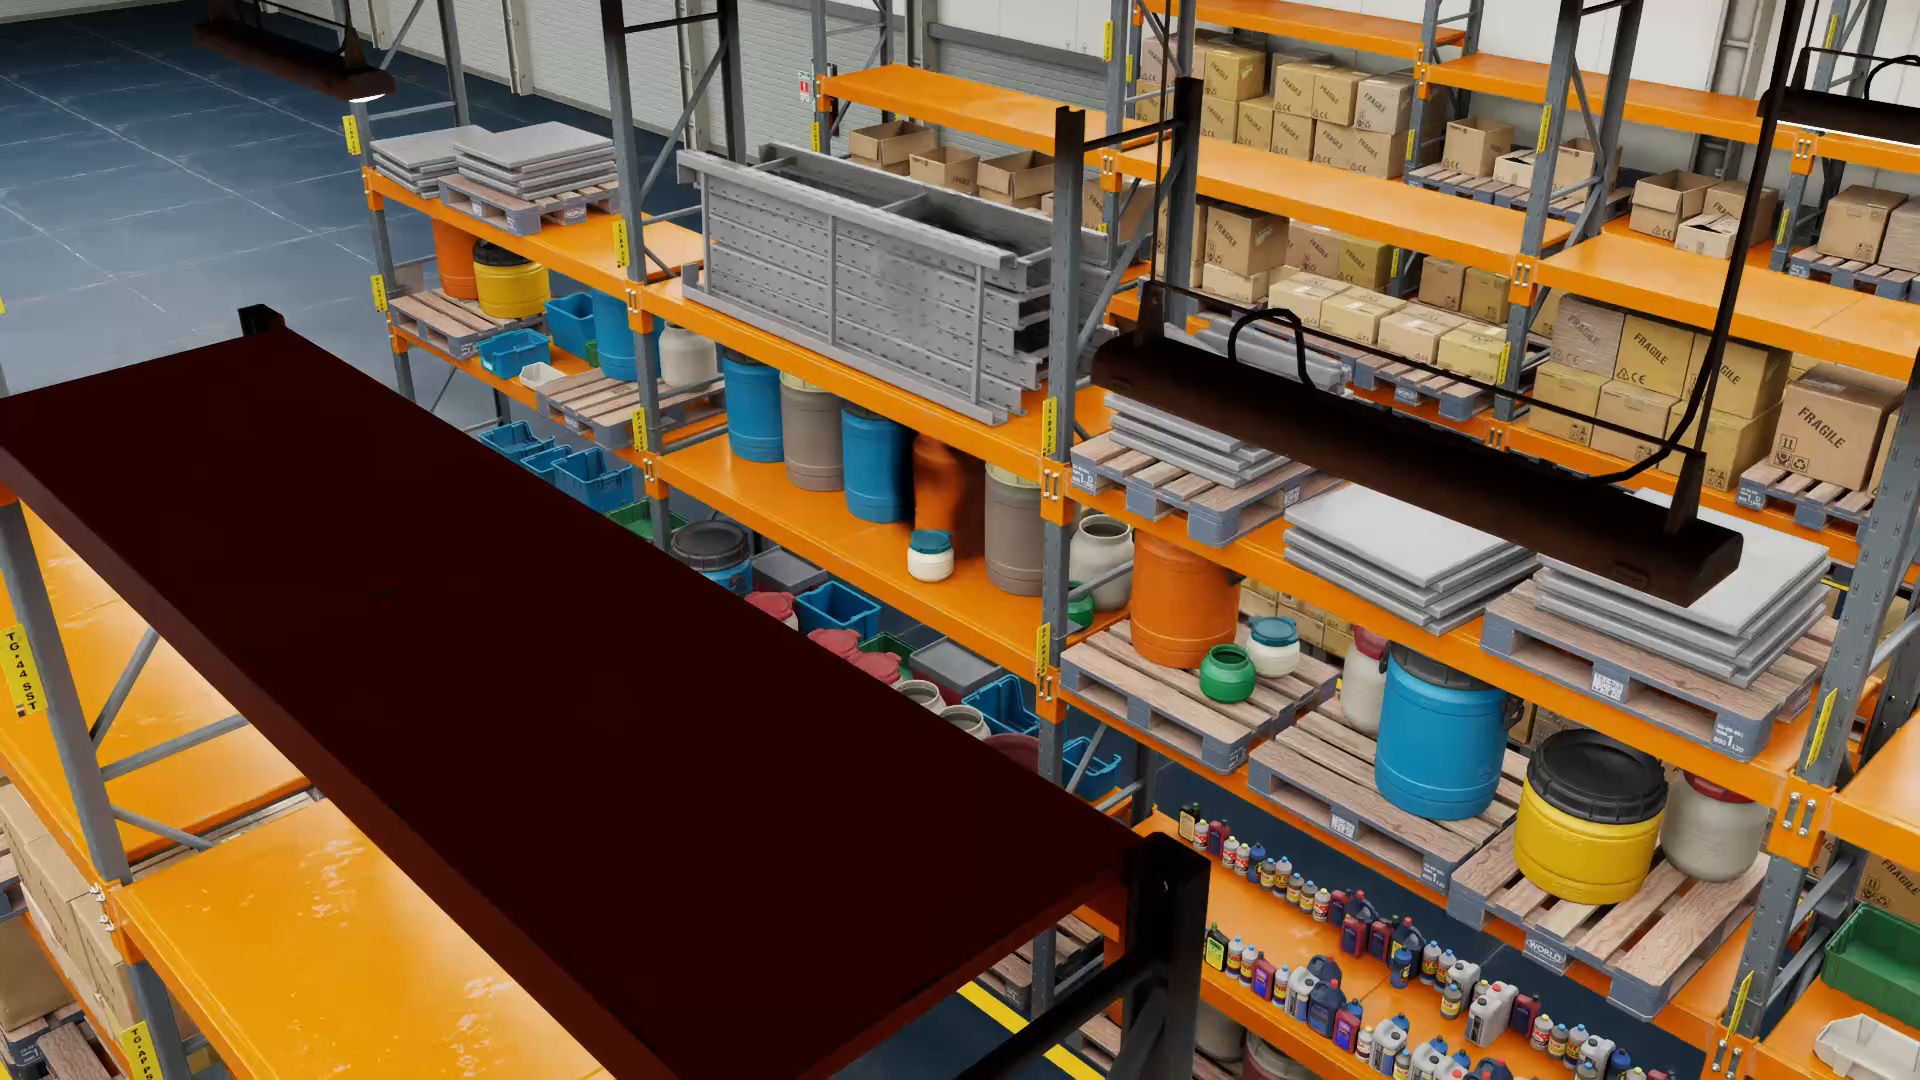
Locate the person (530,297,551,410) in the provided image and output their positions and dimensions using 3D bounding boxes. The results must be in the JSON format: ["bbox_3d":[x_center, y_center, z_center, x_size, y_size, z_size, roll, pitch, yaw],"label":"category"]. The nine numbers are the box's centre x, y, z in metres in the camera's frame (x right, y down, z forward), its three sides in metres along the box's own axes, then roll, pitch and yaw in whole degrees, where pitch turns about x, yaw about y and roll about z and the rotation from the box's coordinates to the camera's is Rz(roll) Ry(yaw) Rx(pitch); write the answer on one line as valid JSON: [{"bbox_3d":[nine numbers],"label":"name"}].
[{"bbox_3d":[-4.782,-2.262,19.493,1.009,1.622,0.648,-6,29,-10],"label":"person"}]
